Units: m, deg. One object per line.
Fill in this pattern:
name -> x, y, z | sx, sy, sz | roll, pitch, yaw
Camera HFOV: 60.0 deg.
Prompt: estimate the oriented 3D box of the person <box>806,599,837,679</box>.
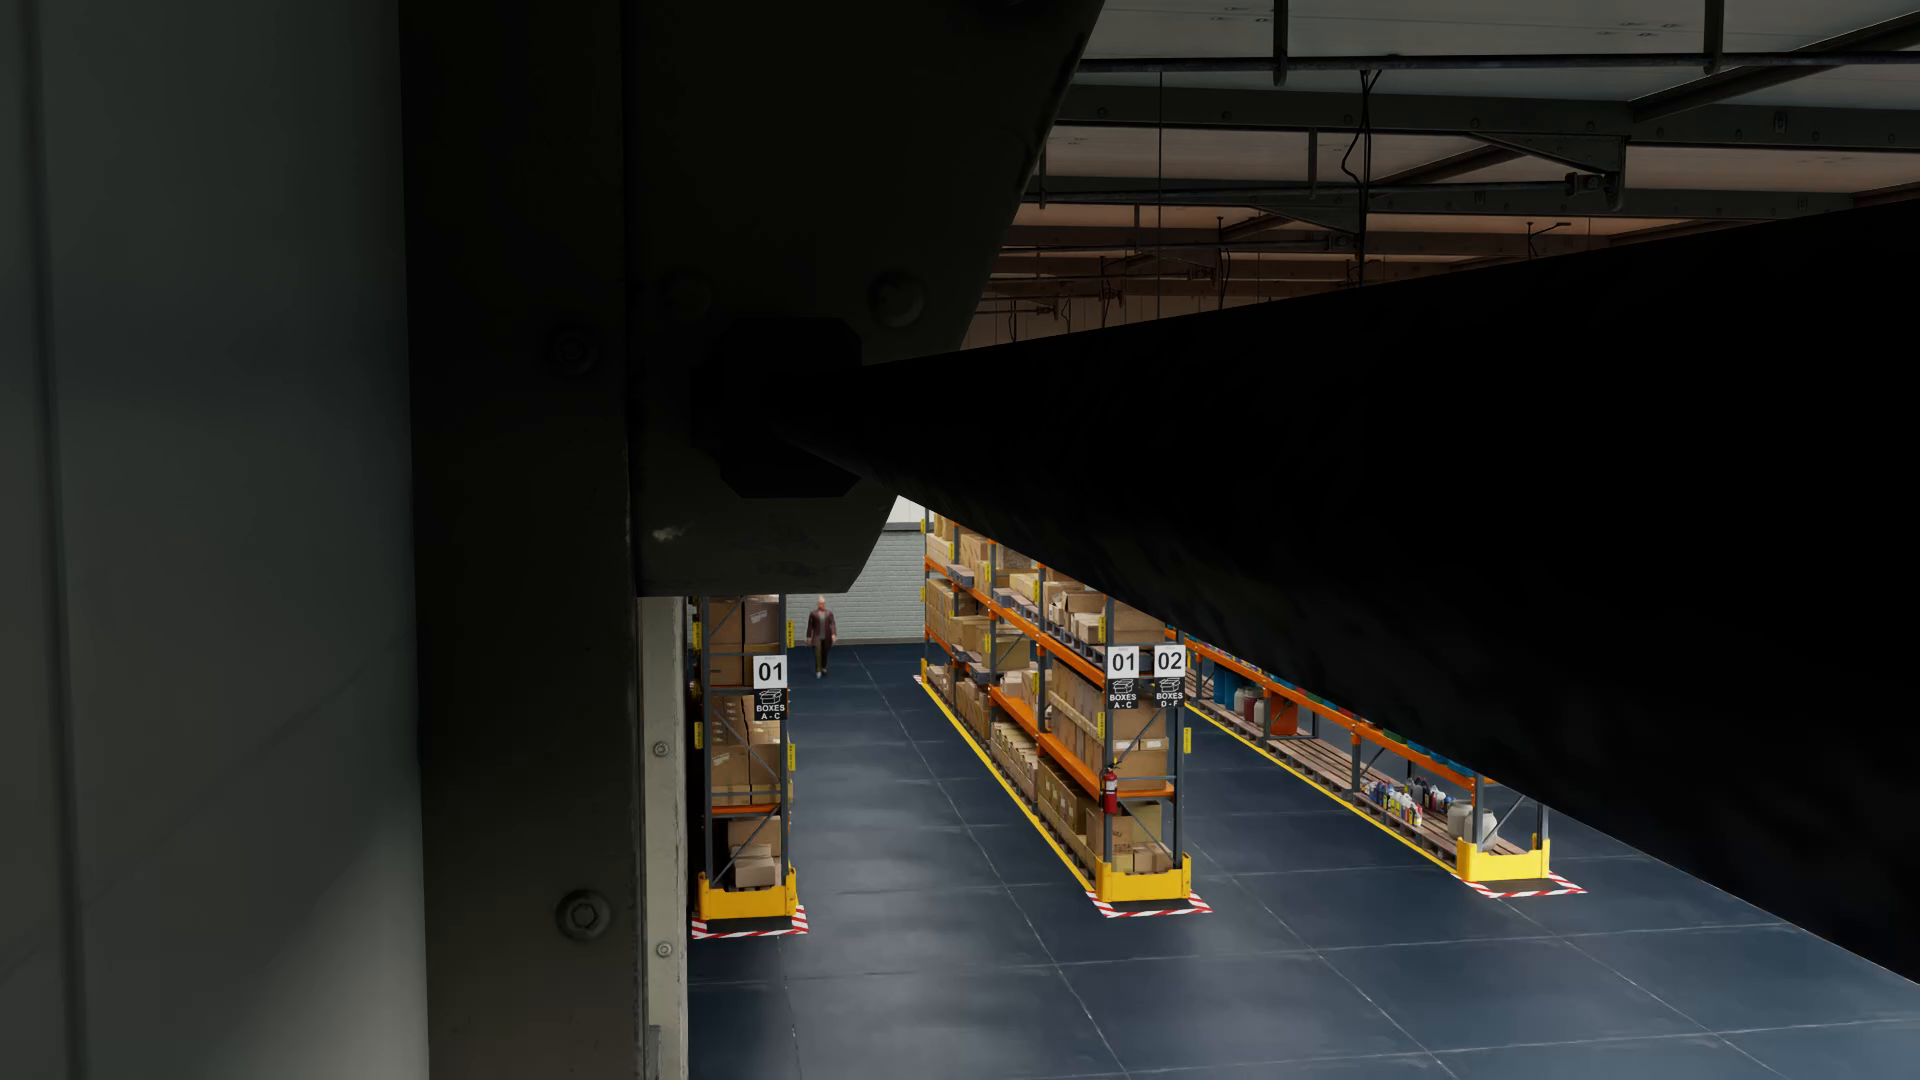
person -> -3.085, 2.176, 37.150 | 0.641, 1.715, 1.115 | -1, 5, -14
